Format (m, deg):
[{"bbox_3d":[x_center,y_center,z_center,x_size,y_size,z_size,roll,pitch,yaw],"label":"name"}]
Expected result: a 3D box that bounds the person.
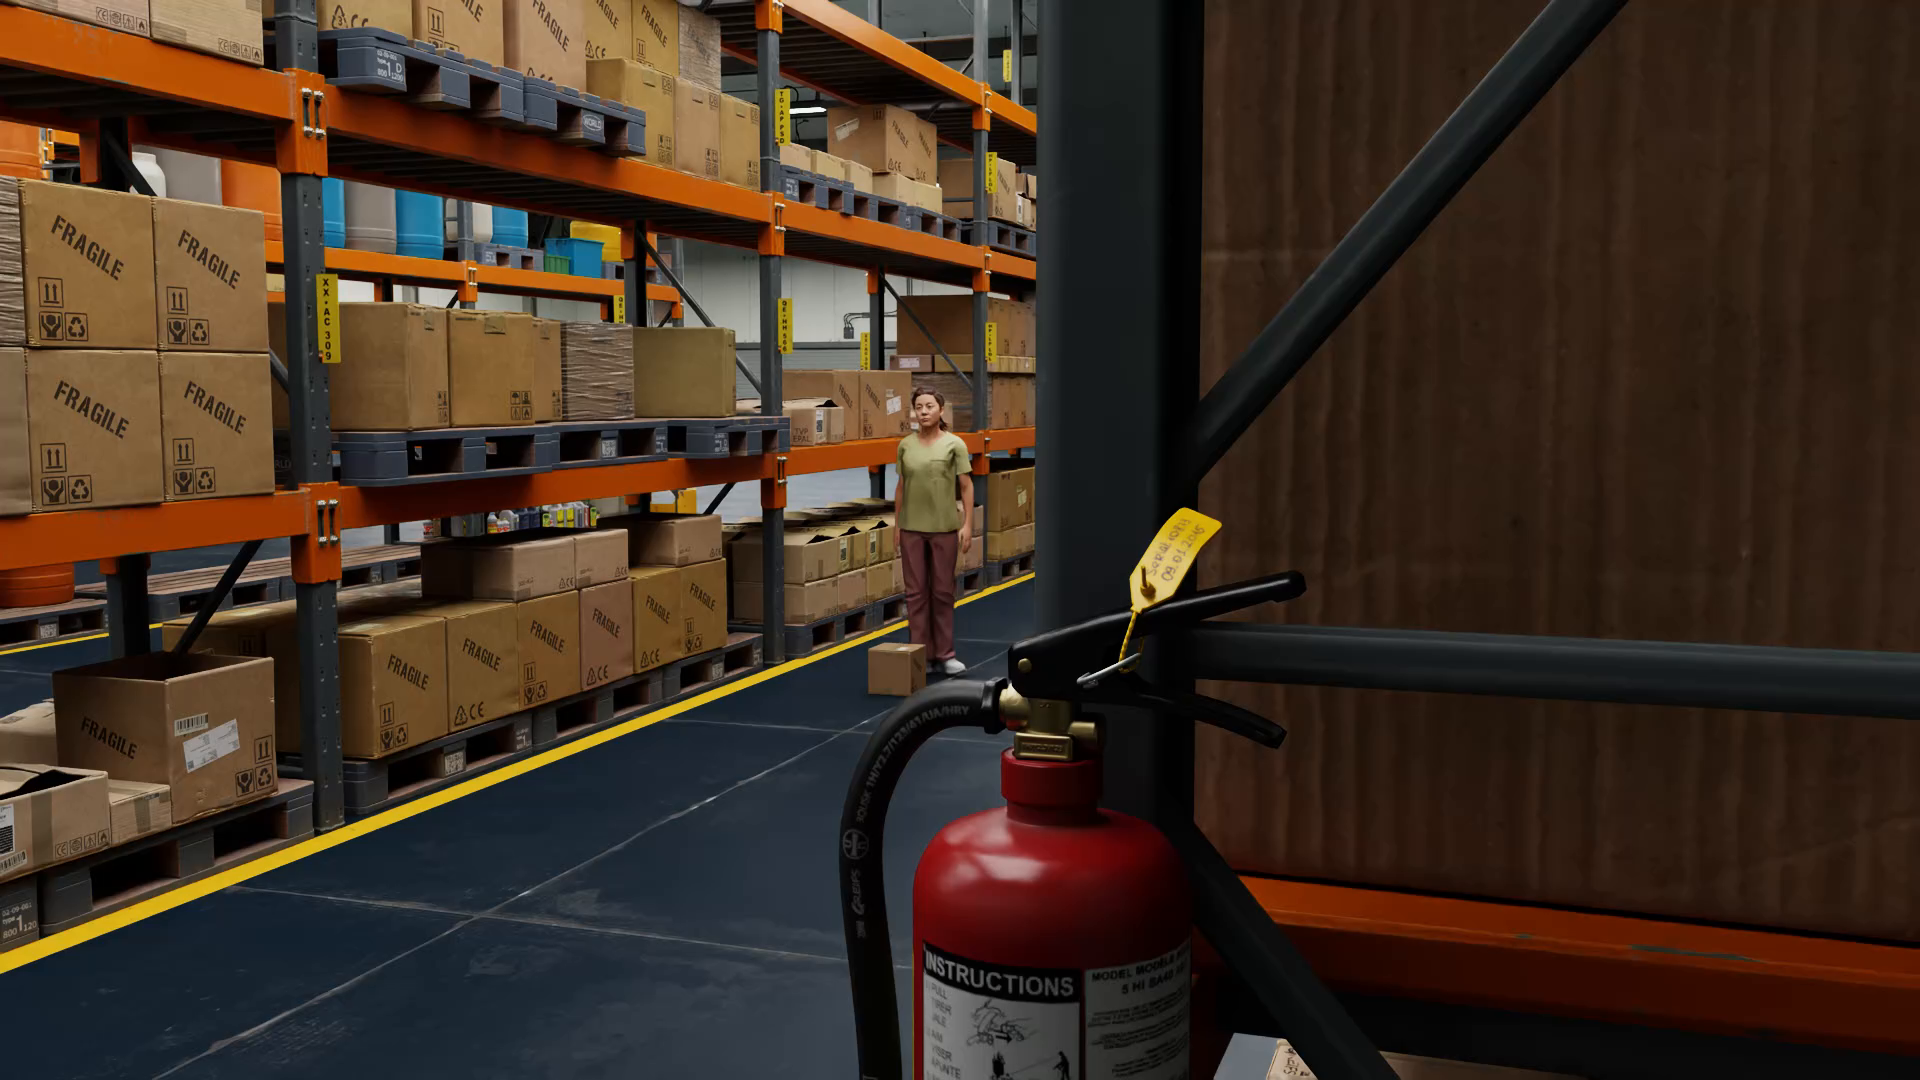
[{"bbox_3d":[-0.161,-0.048,9.600,0.486,1.669,0.394,1,5,11],"label":"person"}]
